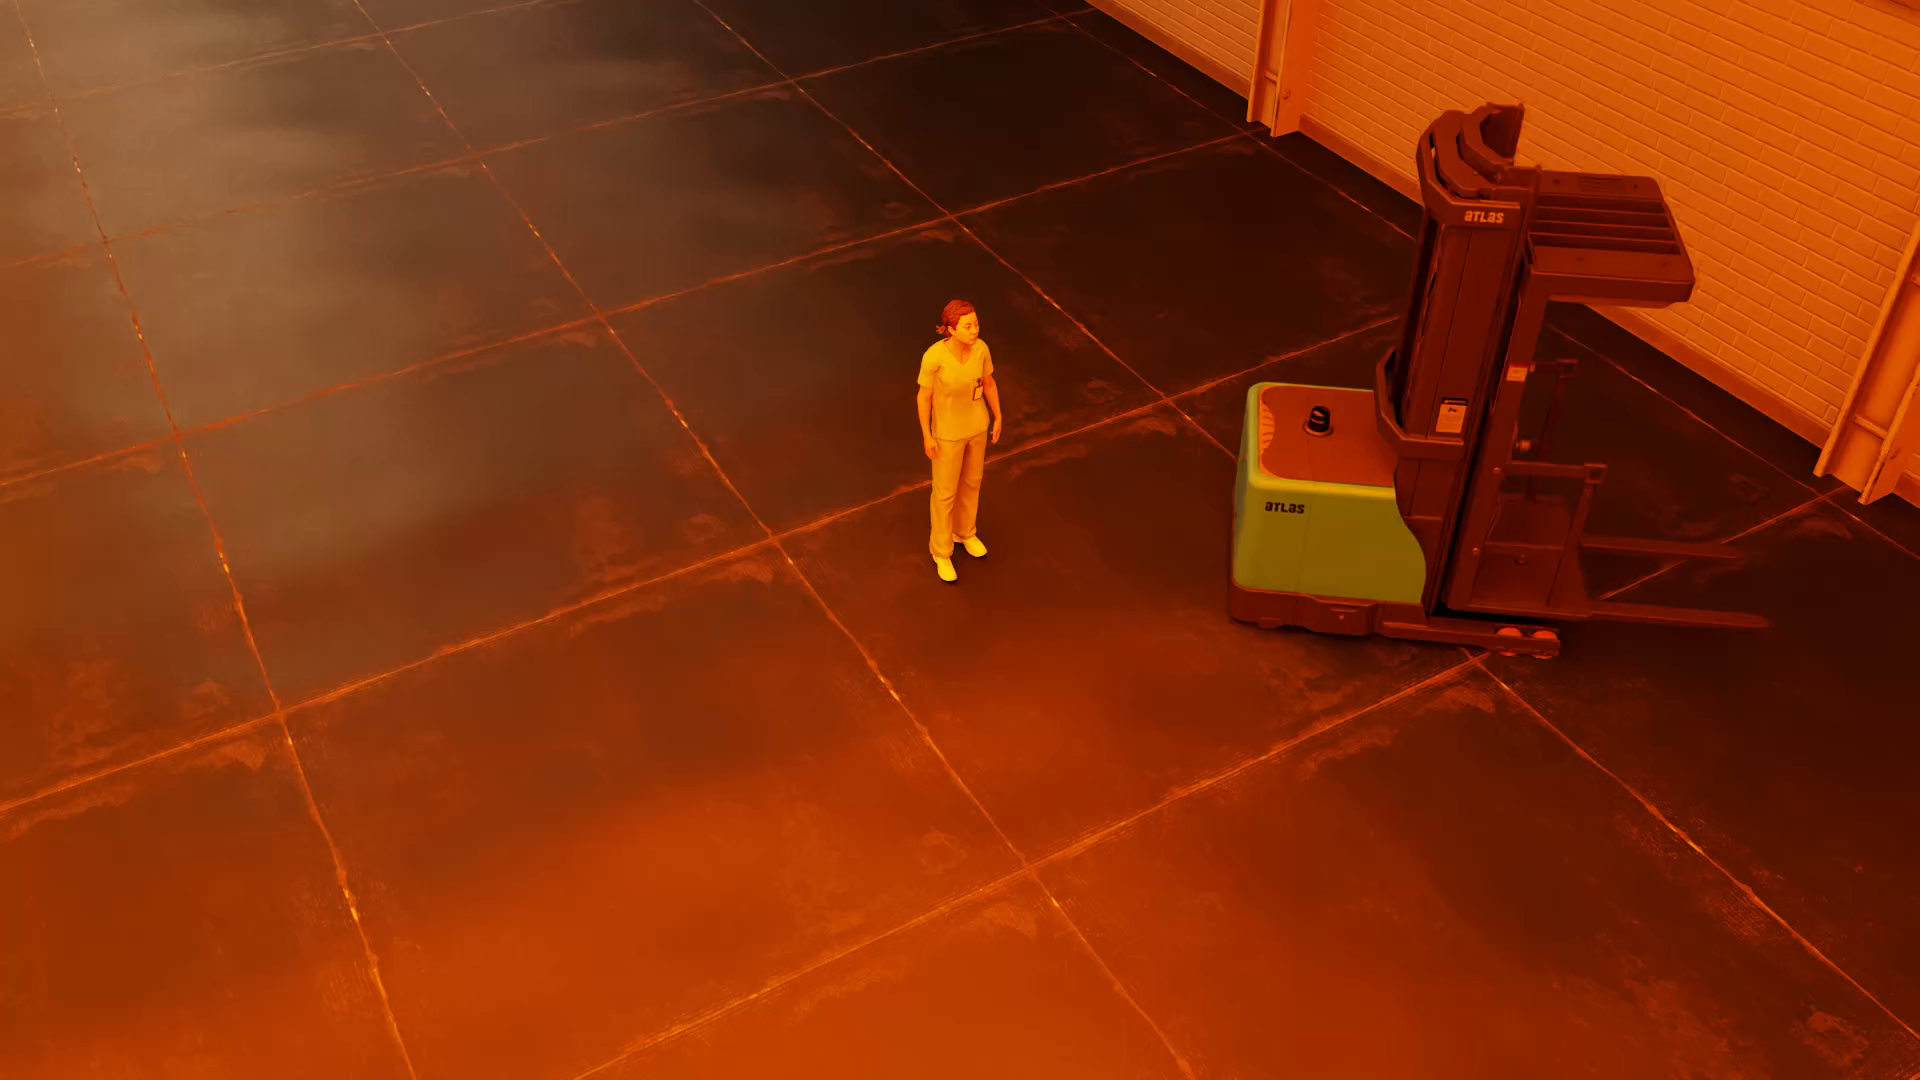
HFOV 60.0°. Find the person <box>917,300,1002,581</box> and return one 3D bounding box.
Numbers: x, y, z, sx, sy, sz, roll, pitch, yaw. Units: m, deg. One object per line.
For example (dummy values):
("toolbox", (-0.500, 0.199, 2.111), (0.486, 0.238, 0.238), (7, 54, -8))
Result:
("person", (0.026, -0.605, 9.738), (0.550, 1.673, 0.548), (-20, 44, -23))

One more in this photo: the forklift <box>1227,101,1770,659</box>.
("forklift", (3.121, -0.811, 9.014), (3.031, 2.935, 1.130), (5, 40, 6))
